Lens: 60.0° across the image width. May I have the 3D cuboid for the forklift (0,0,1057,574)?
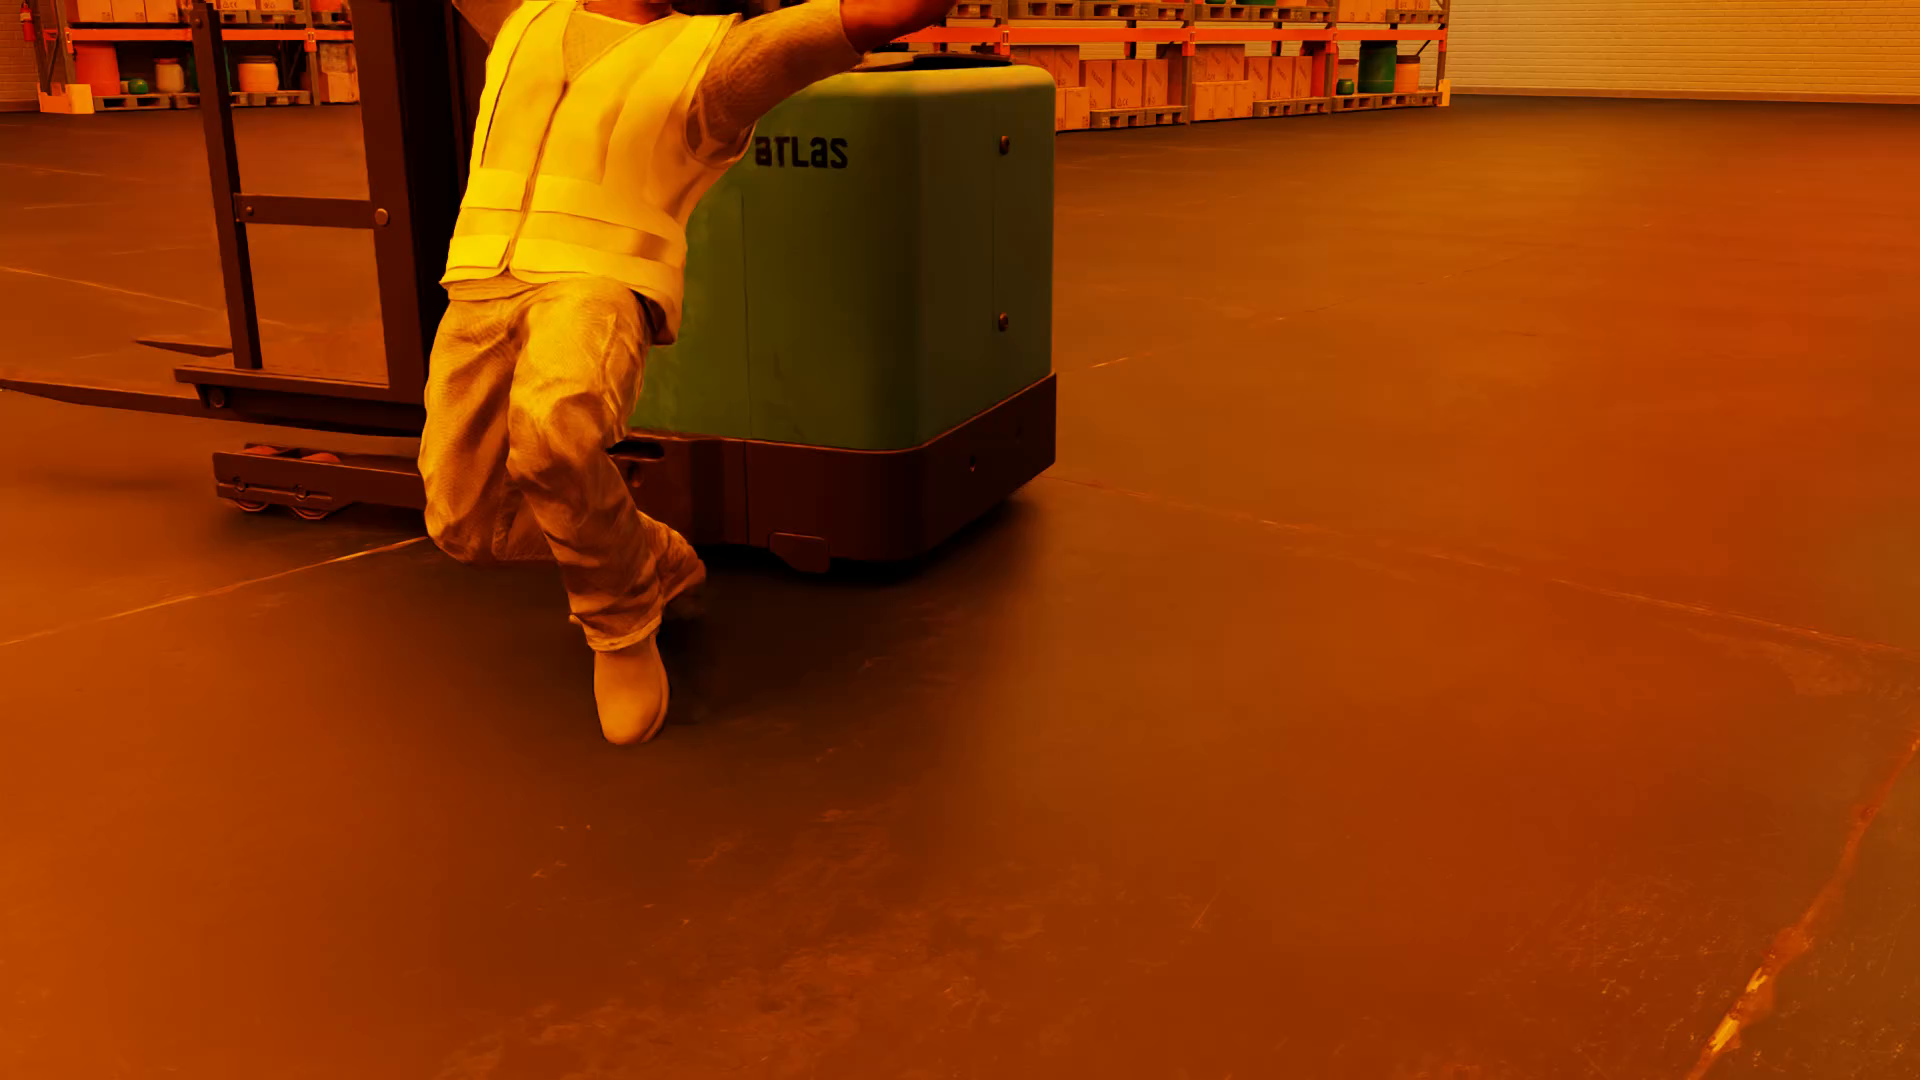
[{"bbox_3d":[-1.318,-1.584,4.114,3.031,2.935,1.130,7,18,21],"label":"forklift"}]

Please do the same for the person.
[{"bbox_3d":[-0.437,-0.484,2.771,1.143,1.654,0.832,7,18,21],"label":"person"}]
